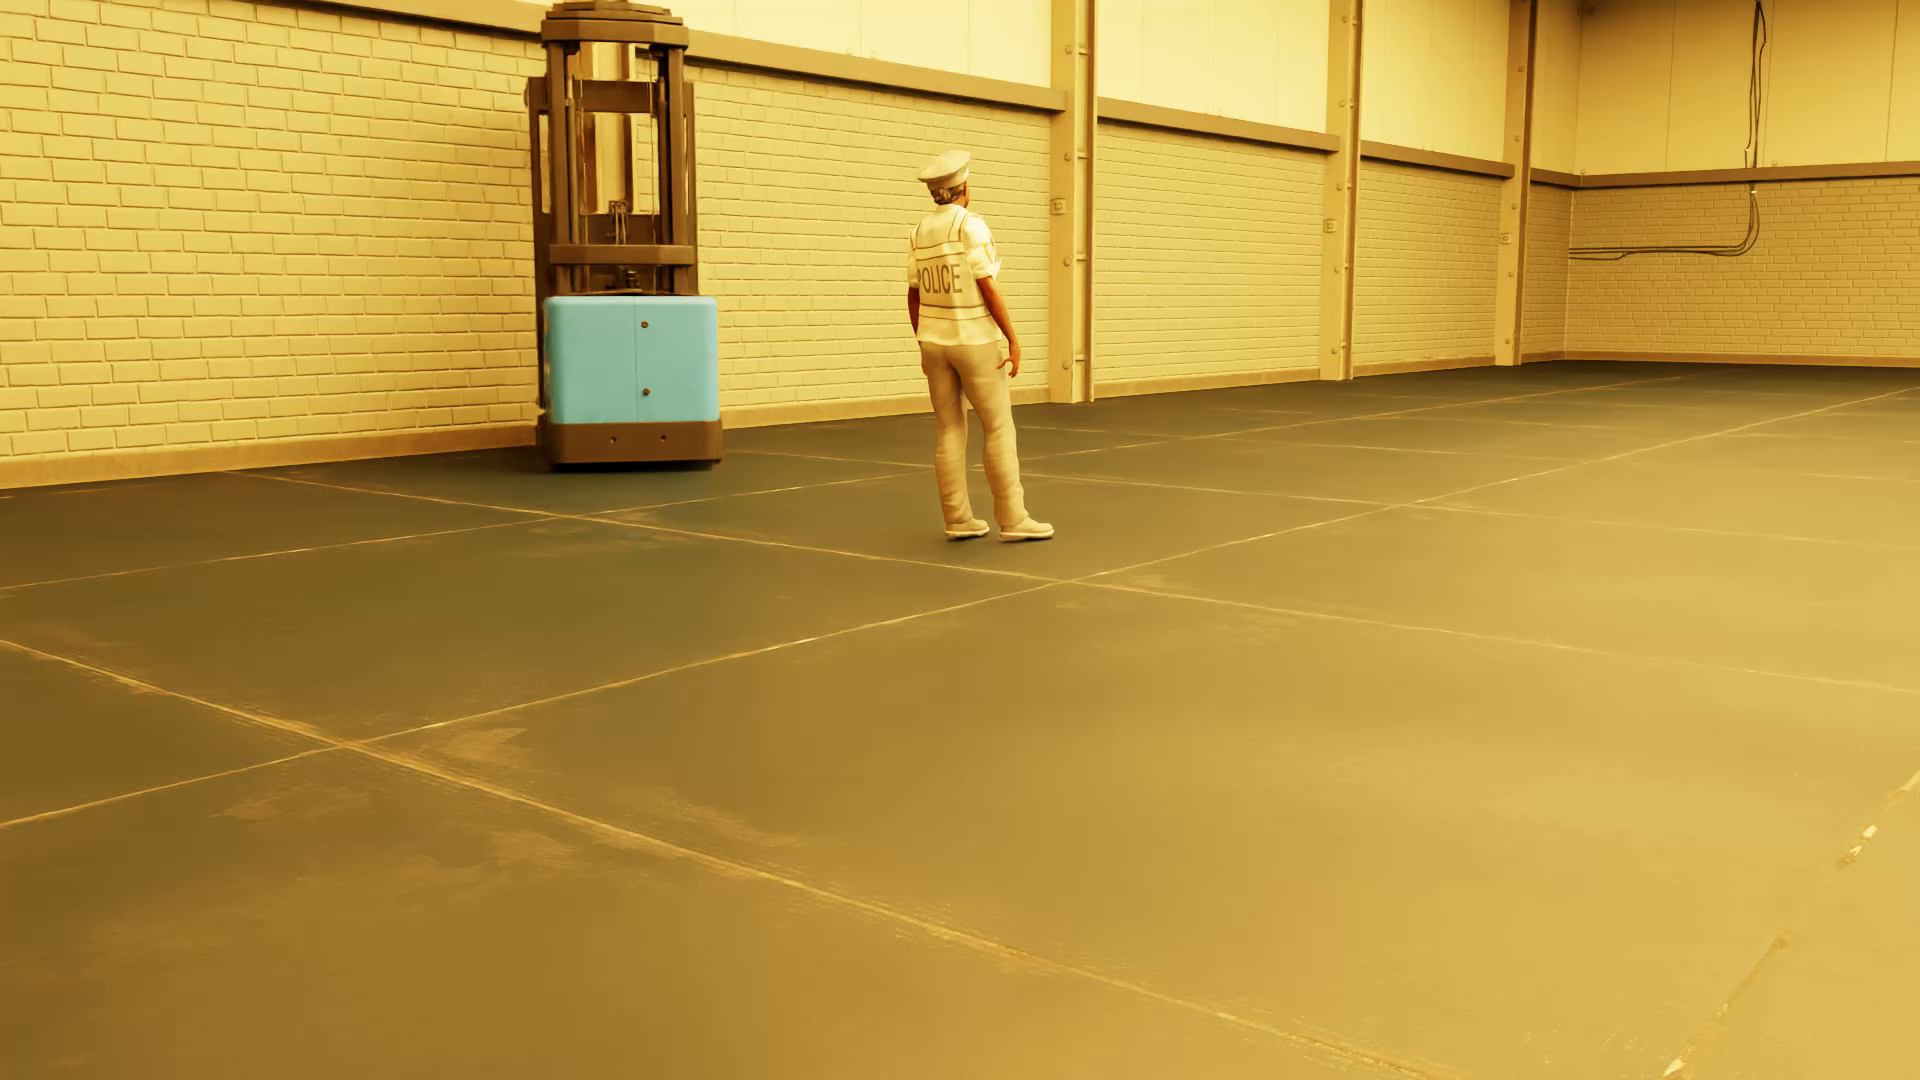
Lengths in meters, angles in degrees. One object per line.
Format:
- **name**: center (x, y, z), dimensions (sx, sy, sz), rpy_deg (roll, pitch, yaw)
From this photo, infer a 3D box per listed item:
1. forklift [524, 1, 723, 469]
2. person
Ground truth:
- **forklift**: center (-2.387, -2.072, 11.438), dimensions (1.130, 2.935, 3.031), rpy_deg (-2, 9, -16)
- **person**: center (0.062, -0.851, 7.327), dimensions (0.569, 1.692, 0.530), rpy_deg (7, 11, 38)
